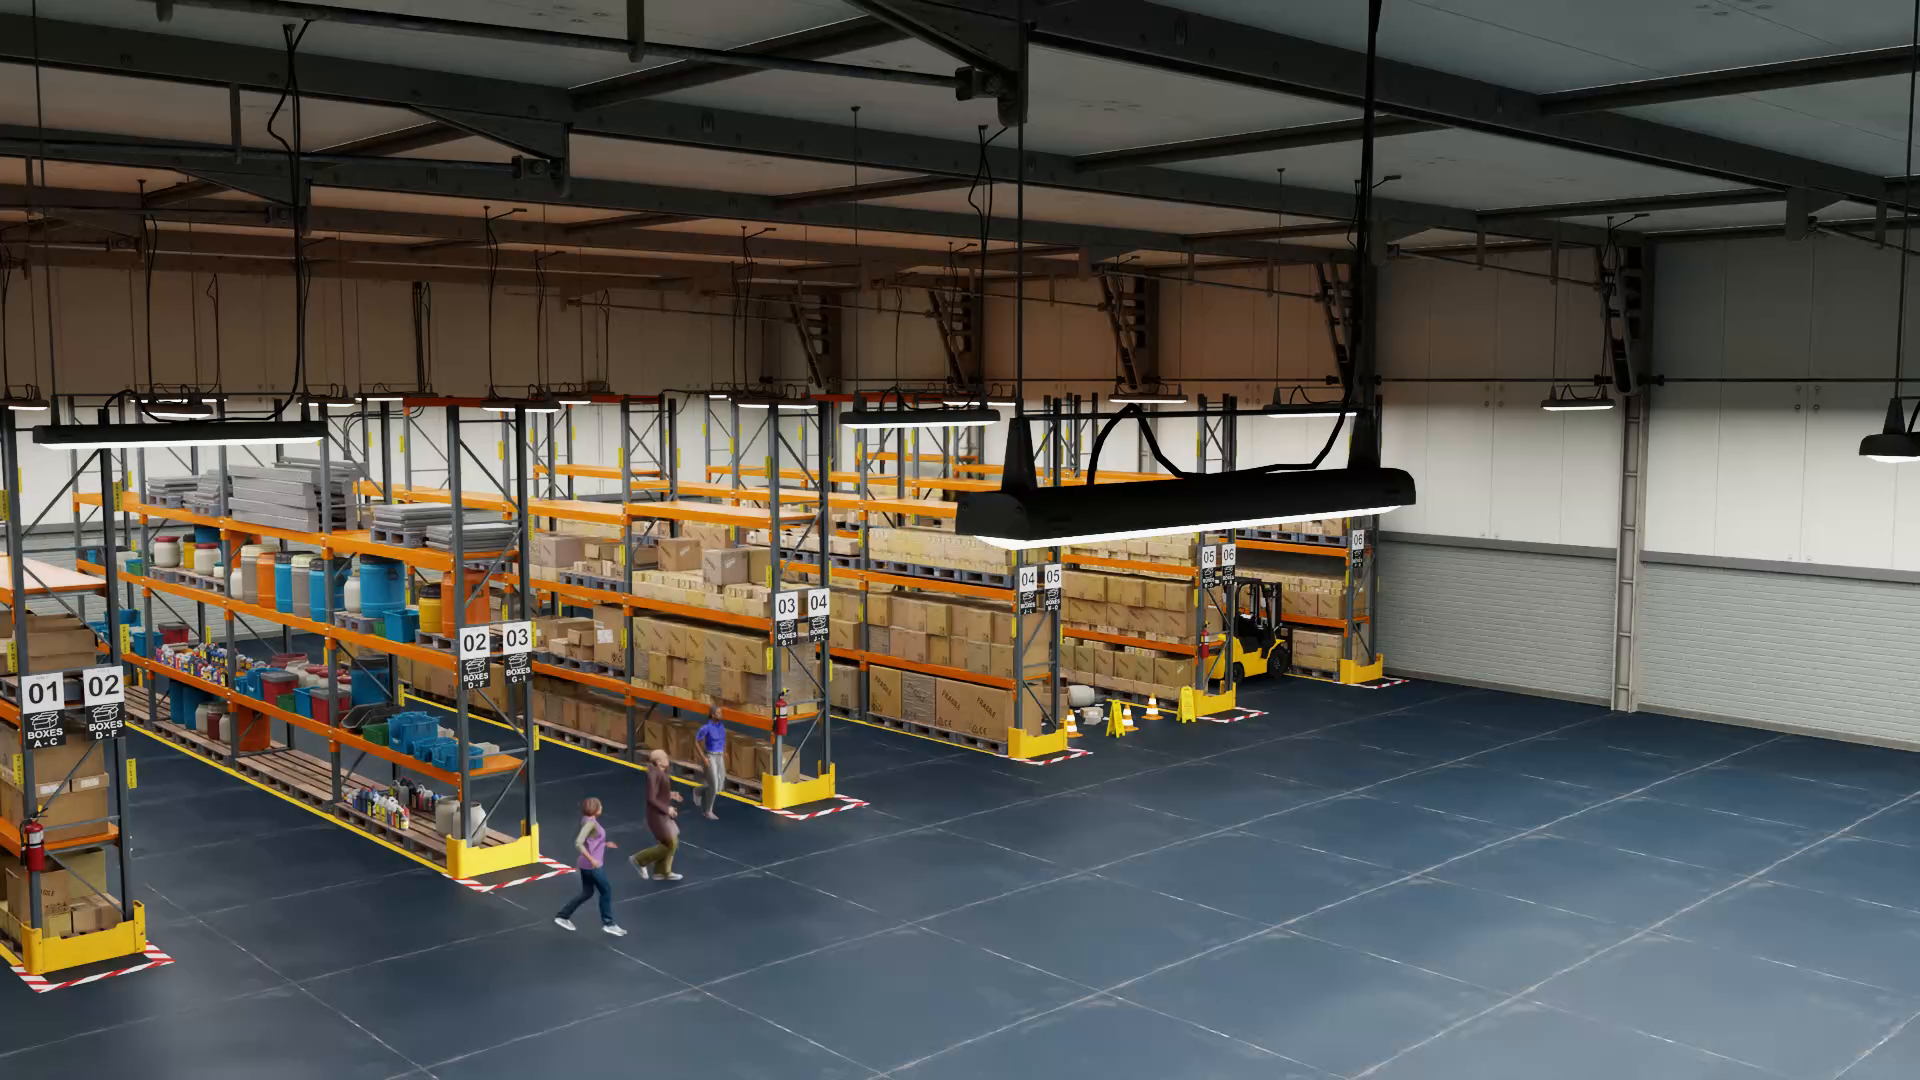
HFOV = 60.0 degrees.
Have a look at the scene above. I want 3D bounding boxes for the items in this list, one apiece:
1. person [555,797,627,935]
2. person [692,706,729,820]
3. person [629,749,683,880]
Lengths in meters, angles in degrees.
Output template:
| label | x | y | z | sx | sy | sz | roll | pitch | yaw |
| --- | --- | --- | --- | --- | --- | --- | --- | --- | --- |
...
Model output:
| label | x | y | z | sx | sy | sz | roll | pitch | yaw |
| --- | --- | --- | --- | --- | --- | --- | --- | --- | --- |
| person | -4.202 | 3.712 | 18.859 | 0.790 | 1.615 | 0.552 | -2 | 6 | -20 |
| person | -3.641 | 3.261 | 24.228 | 0.601 | 1.532 | 0.611 | 4 | 7 | 35 |
| person | -3.803 | 3.508 | 20.853 | 0.696 | 1.647 | 0.740 | -2 | 6 | -16 |
